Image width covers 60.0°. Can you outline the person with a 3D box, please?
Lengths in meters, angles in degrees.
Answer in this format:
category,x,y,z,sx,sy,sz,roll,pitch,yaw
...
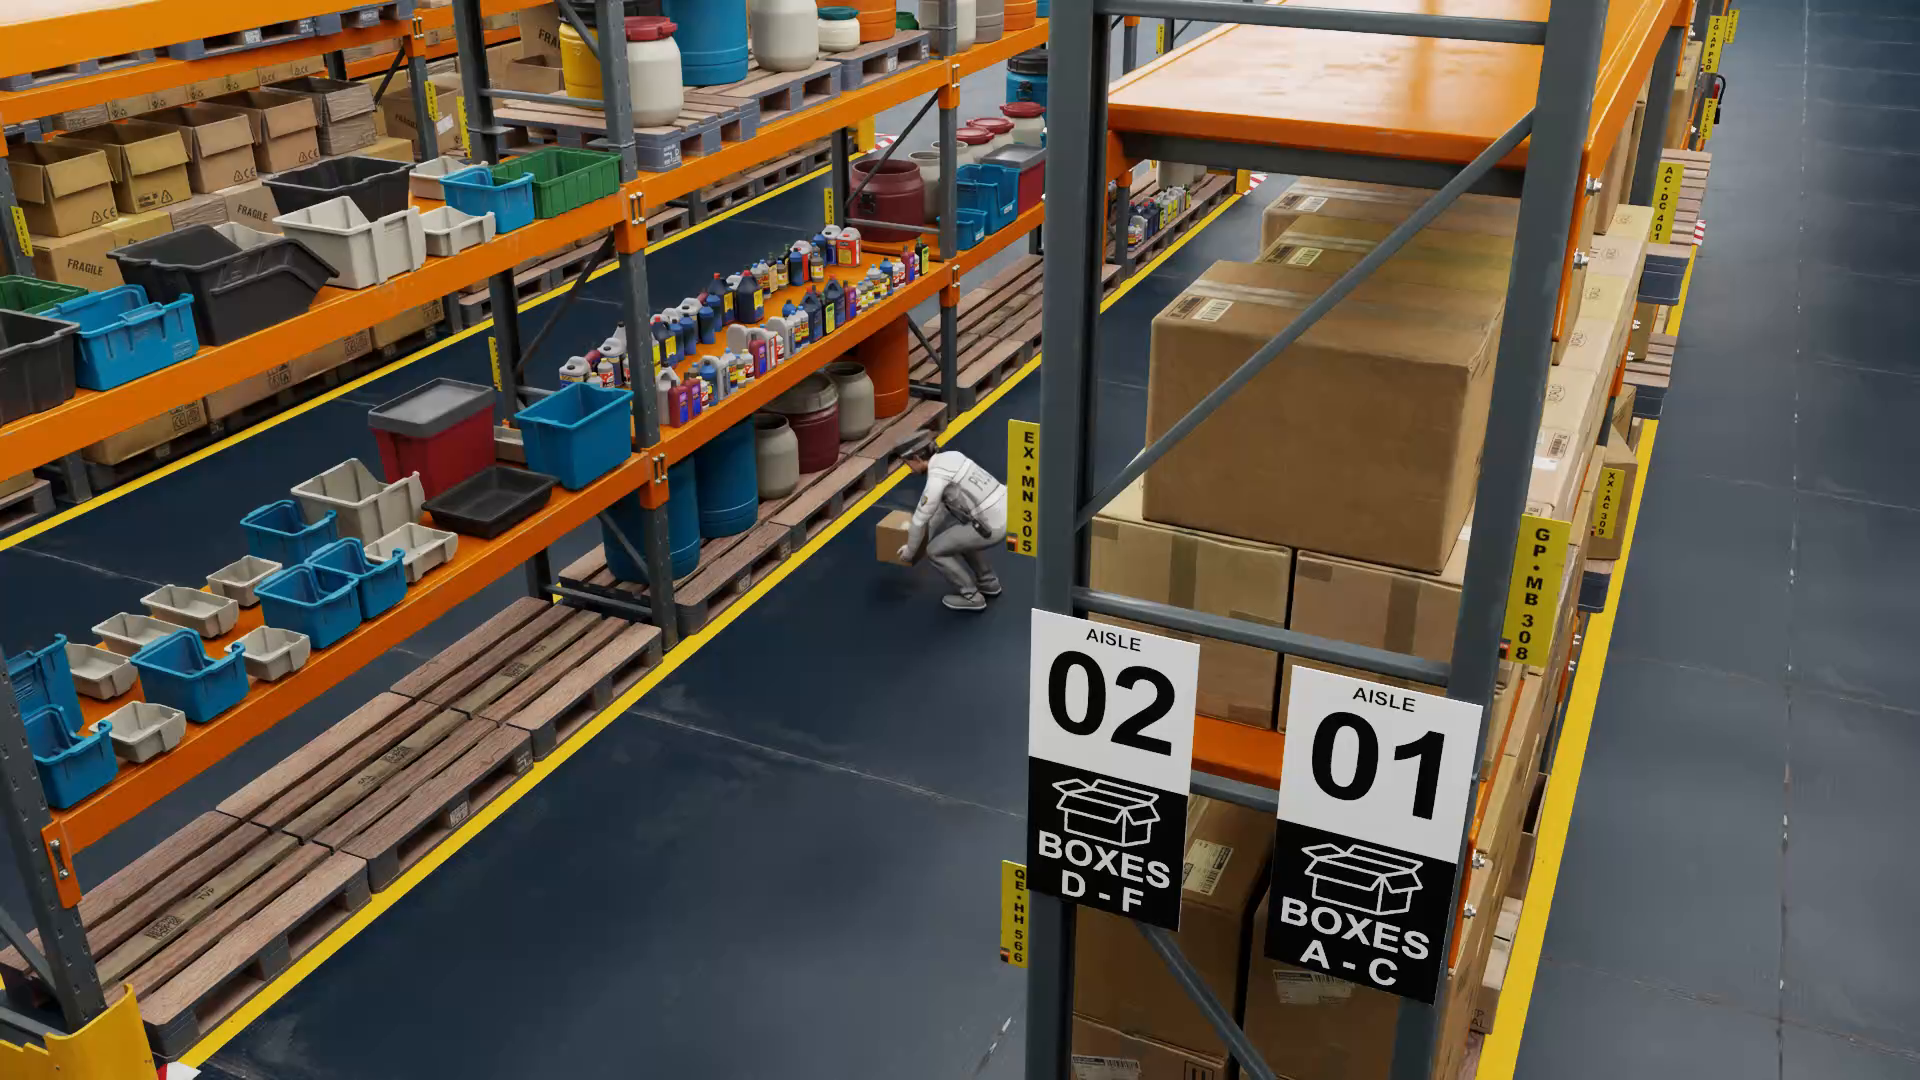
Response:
category,x,y,z,sx,sy,sz,roll,pitch,yaw
person,-0.031,-0.130,10.304,0.808,1.116,0.512,11,28,22
